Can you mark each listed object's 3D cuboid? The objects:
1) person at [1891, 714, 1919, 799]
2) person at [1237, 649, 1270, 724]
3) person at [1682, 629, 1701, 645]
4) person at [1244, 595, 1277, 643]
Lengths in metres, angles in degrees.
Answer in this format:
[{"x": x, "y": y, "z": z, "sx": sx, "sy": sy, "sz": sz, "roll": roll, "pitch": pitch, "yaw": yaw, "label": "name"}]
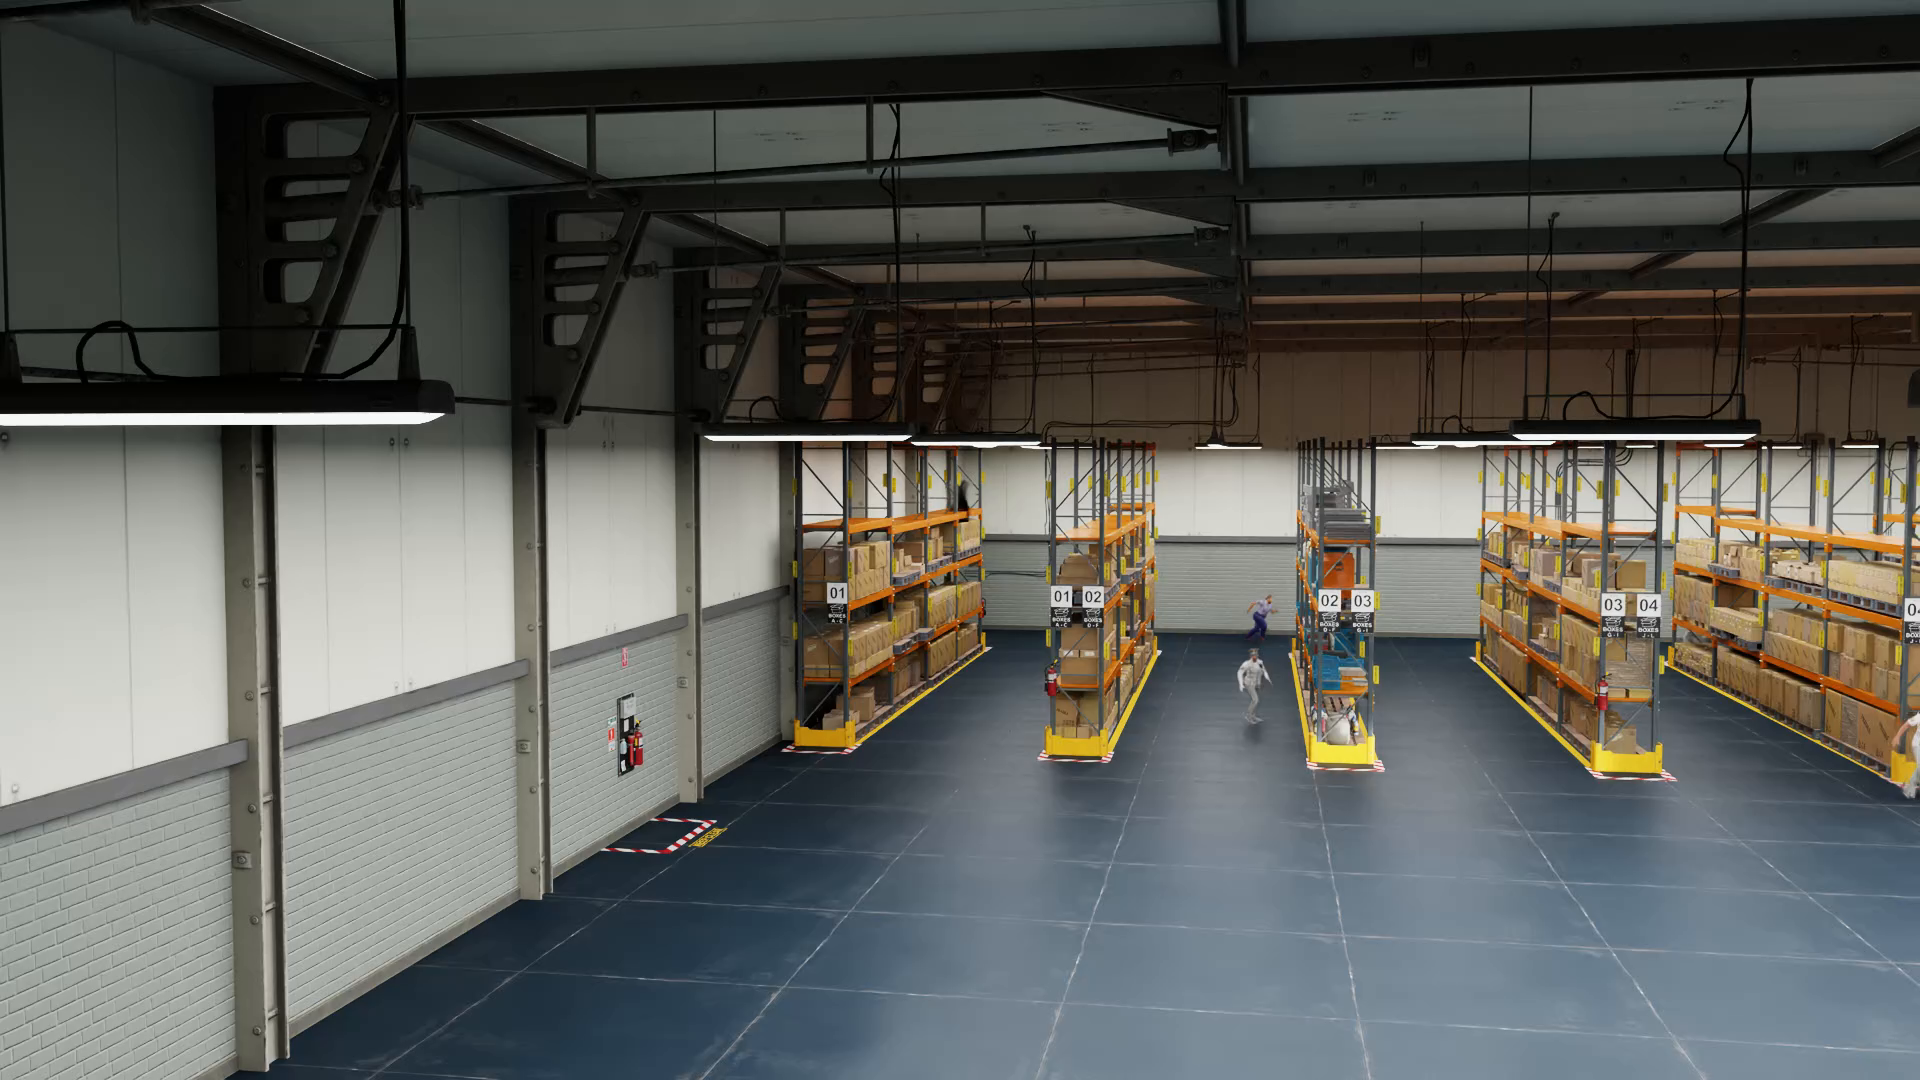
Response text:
[{"x": 15.964, "y": 3.449, "z": 27.415, "sx": 0.836, "sy": 1.682, "sz": 0.715, "roll": 0, "pitch": 3, "yaw": -1, "label": "person"}, {"x": 6.225, "y": 3.088, "z": 35.115, "sx": 0.625, "sy": 1.626, "sz": 0.734, "roll": -2, "pitch": 4, "yaw": -32, "label": "person"}, {"x": 20.107, "y": 2.468, "z": 45.557, "sx": 0.926, "sy": 1.660, "sz": 0.620, "roll": 0, "pitch": 3, "yaw": 2, "label": "person"}, {"x": 9.026, "y": 2.355, "z": 49.838, "sx": 1.059, "sy": 1.446, "sz": 0.590, "roll": 3, "pitch": 4, "yaw": 43, "label": "person"}]
